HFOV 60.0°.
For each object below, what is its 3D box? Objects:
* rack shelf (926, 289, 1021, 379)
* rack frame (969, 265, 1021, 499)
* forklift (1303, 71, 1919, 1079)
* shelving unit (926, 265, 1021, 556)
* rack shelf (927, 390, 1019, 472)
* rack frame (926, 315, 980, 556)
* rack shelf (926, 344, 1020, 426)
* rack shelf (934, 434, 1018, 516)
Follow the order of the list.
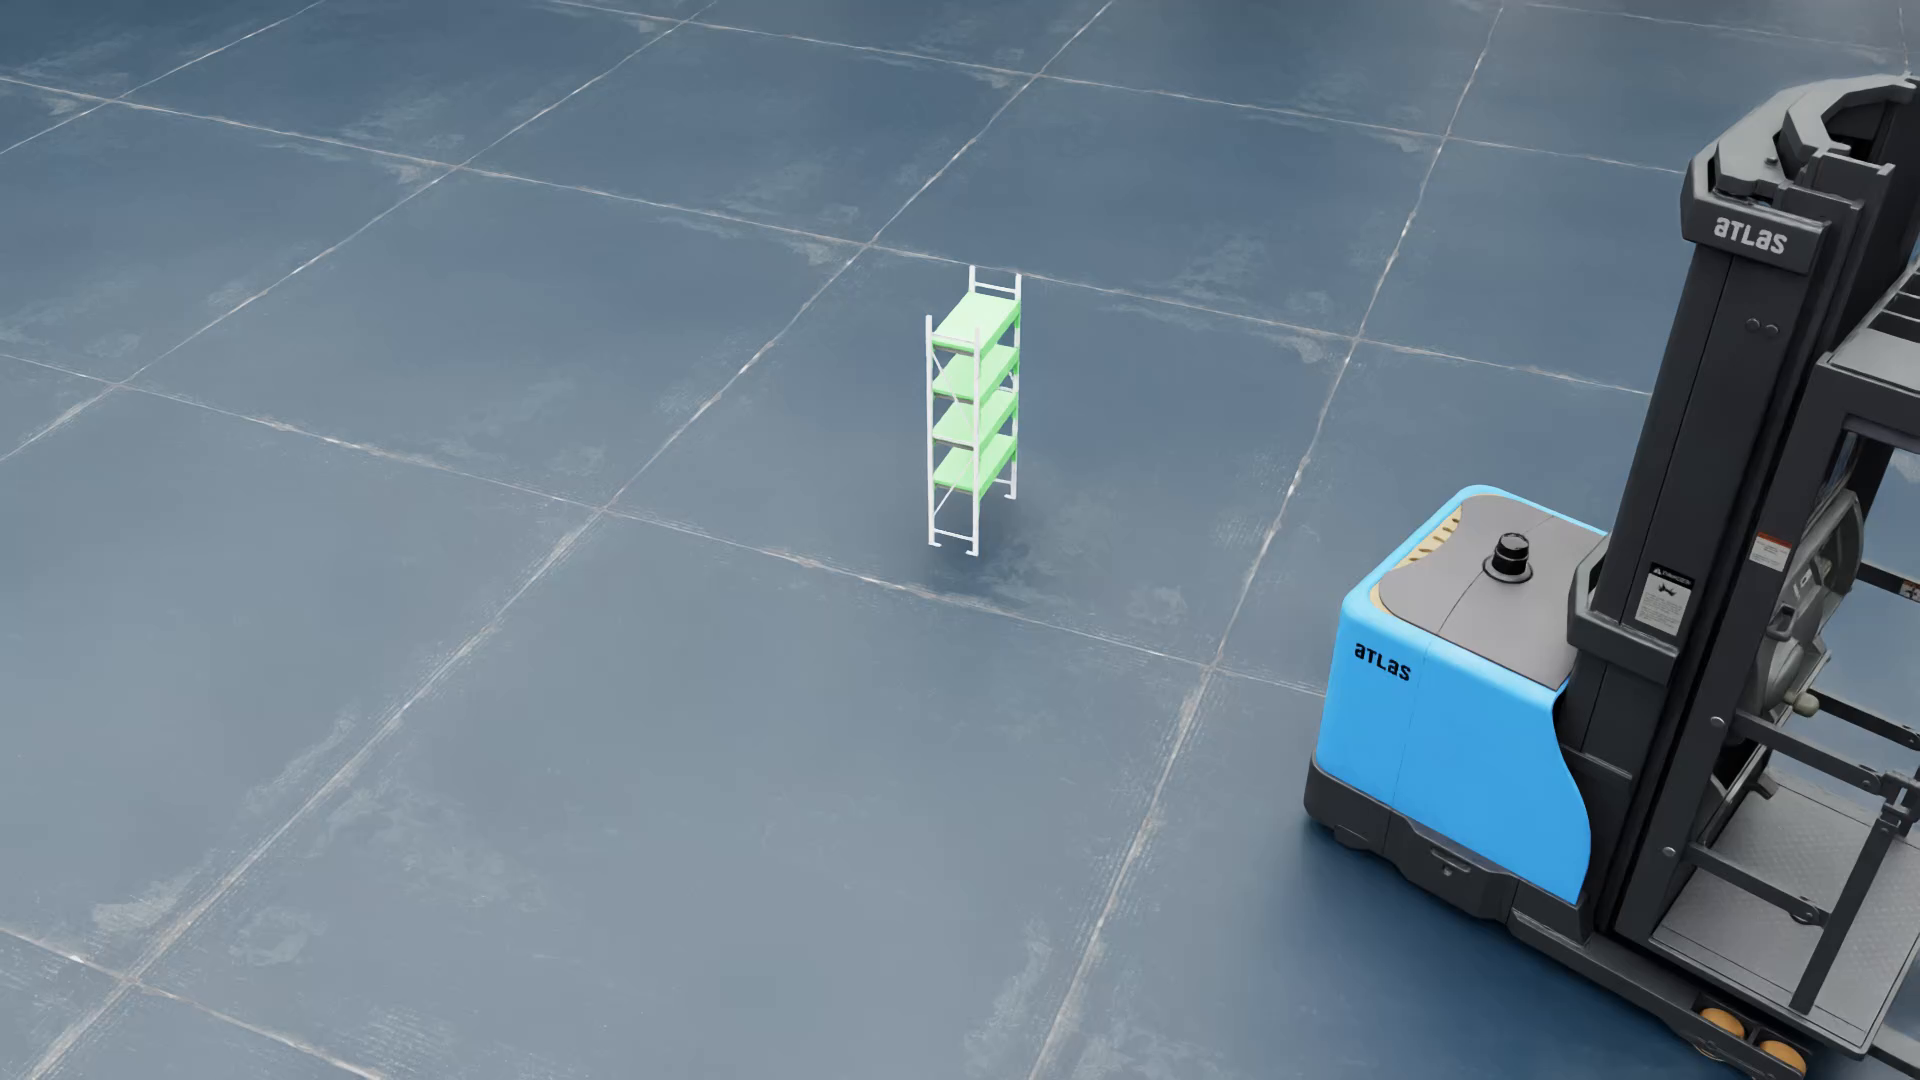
[{"bbox_3d":[0.063,-0.906,7.264,0.258,0.148,0.480,14,39,18],"label":"rack shelf"},{"bbox_3d":[0.156,-0.707,7.694,0.240,1.200,0.015,14,39,18],"label":"rack frame"},{"bbox_3d":[2.744,0.249,4.968,3.031,2.935,1.130,27,45,32],"label":"forklift"},{"bbox_3d":[0.063,-0.572,7.513,0.258,1.200,0.503,14,39,18],"label":"shelving unit"},{"bbox_3d":[0.063,-0.521,7.552,0.258,0.148,0.480,14,39,18],"label":"rack shelf"},{"bbox_3d":[-0.030,-0.437,7.333,0.240,1.200,0.015,14,39,18],"label":"rack frame"},{"bbox_3d":[0.063,-0.713,7.408,0.258,0.148,0.480,14,39,18],"label":"rack shelf"},{"bbox_3d":[0.063,-0.329,7.695,0.258,0.148,0.480,14,39,18],"label":"rack shelf"}]
